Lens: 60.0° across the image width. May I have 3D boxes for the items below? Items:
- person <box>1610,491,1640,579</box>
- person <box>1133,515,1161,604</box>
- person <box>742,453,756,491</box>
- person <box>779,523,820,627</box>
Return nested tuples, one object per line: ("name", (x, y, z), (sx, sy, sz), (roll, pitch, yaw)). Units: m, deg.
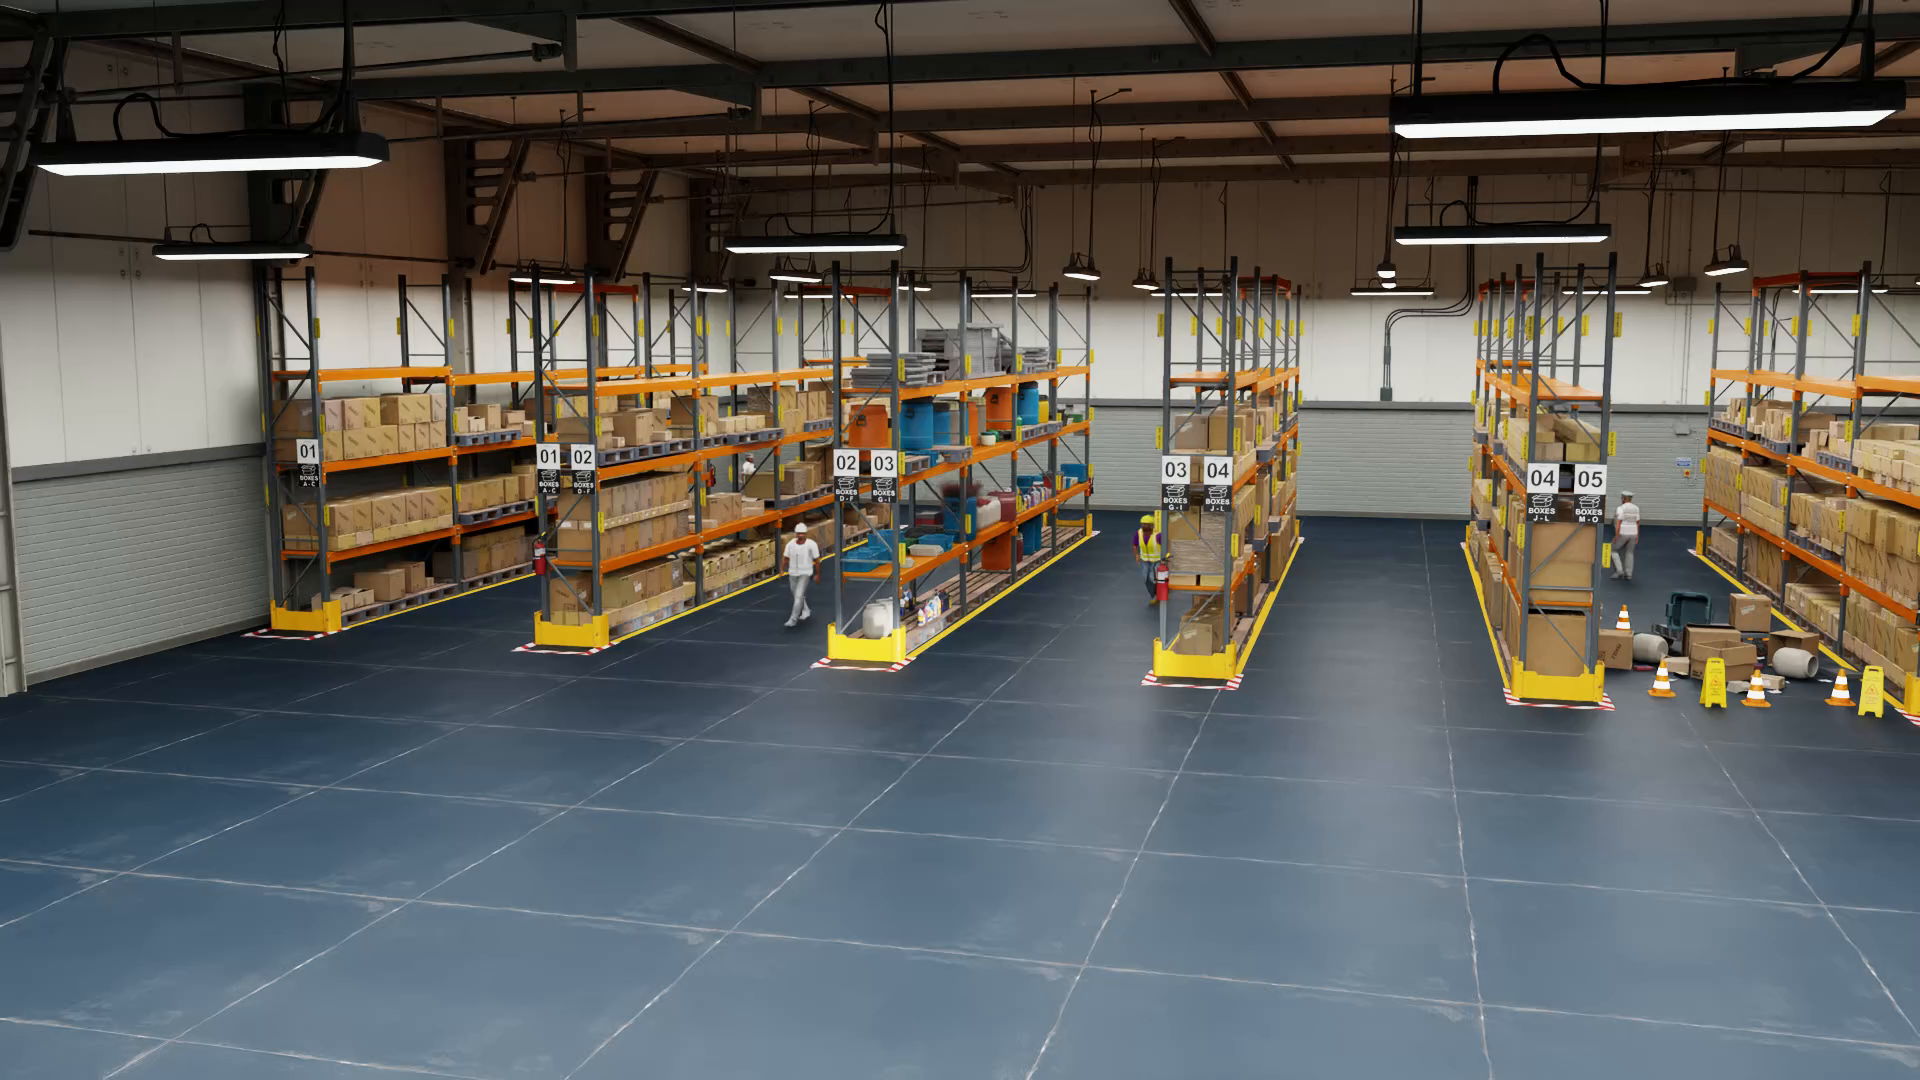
("person", (13.348, -0.086, 33.360), (0.580, 1.793, 0.413), (-2, 8, -16))
("person", (3.490, 0.363, 30.135), (0.749, 1.660, 0.717), (3, 8, 26))
("person", (-5.633, -1.485, 44.564), (0.411, 1.696, 0.470), (2, 8, 18))
("person", (-2.728, 0.576, 28.153), (0.632, 1.725, 0.974), (3, 8, 21))
